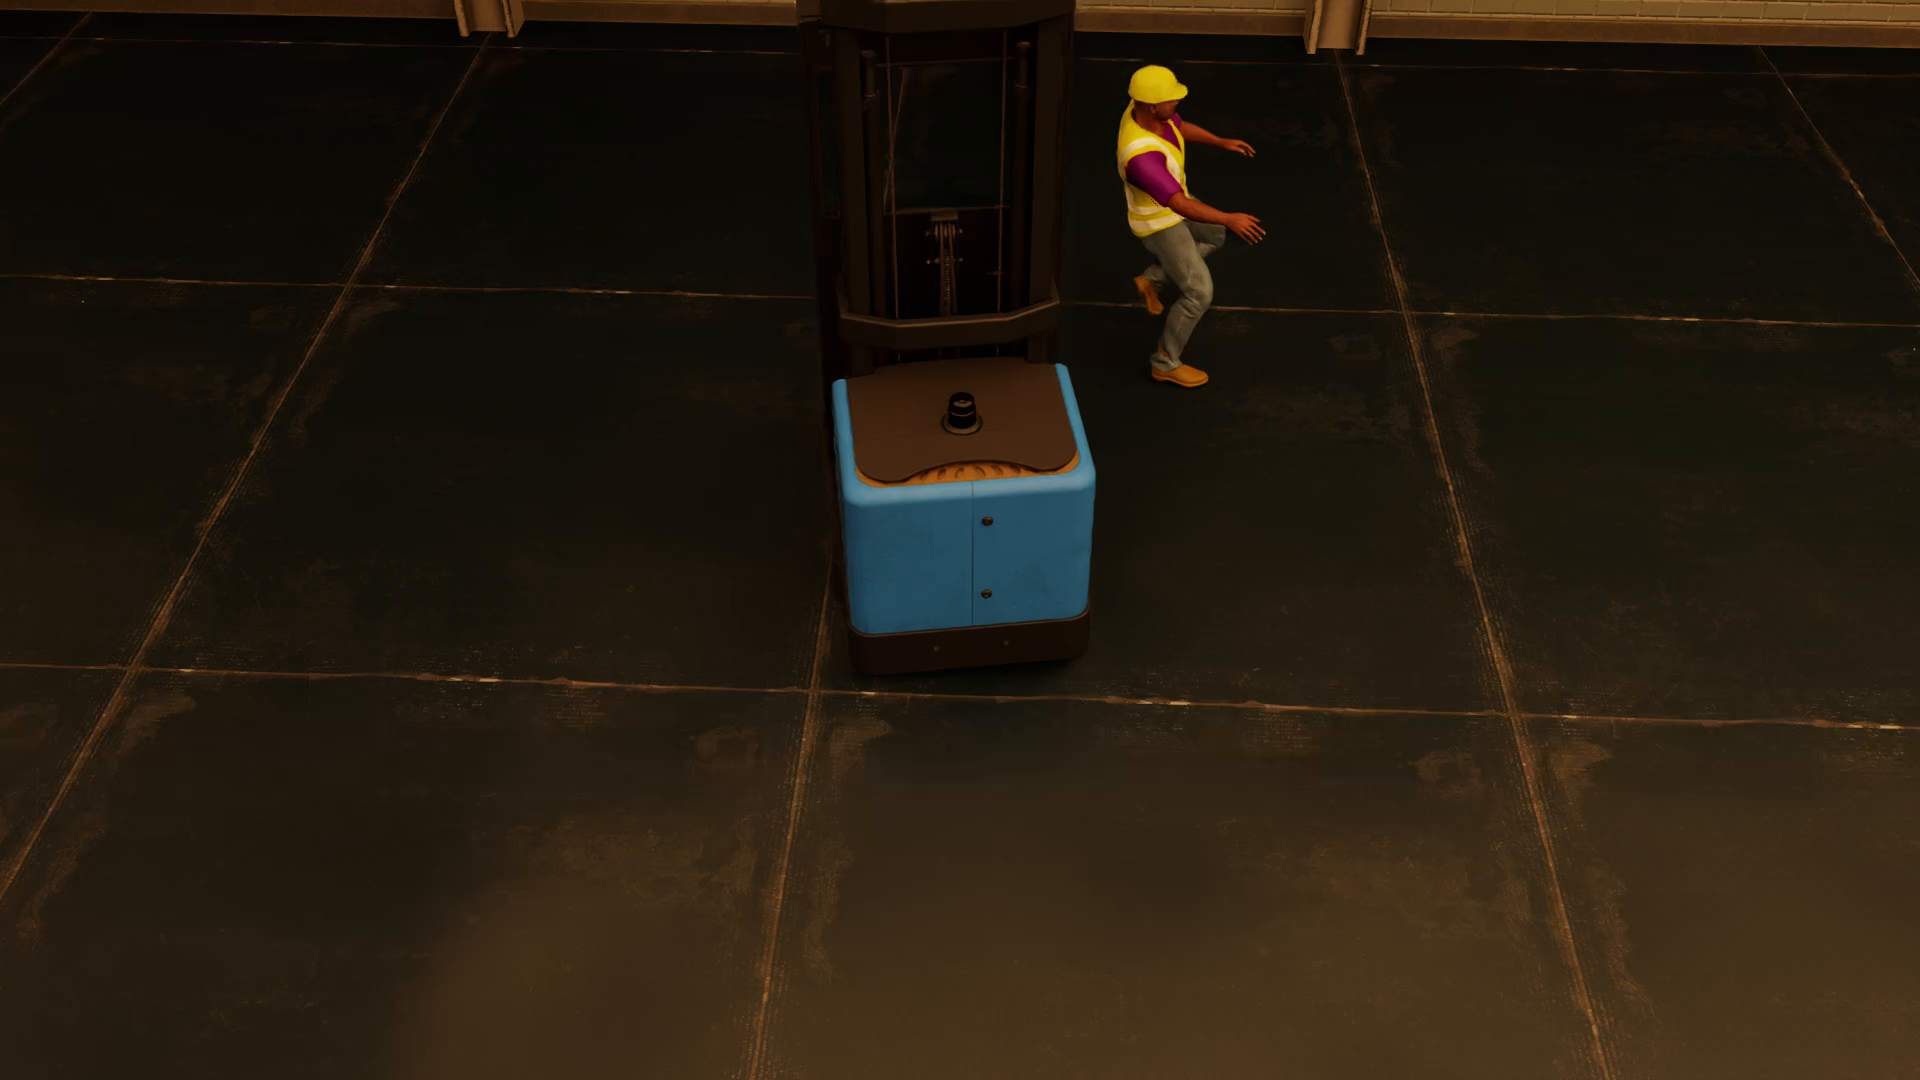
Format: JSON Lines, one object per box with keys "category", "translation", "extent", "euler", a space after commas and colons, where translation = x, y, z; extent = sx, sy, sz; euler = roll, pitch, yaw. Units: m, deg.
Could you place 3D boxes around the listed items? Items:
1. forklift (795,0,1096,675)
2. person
{"category": "forklift", "translation": [-0.124, -1.493, 7.377], "extent": [1.130, 2.935, 3.031], "euler": [-5, 43, -5]}
{"category": "person", "translation": [1.154, -1.641, 8.499], "extent": [0.754, 1.617, 0.896], "euler": [5, 43, 5]}
